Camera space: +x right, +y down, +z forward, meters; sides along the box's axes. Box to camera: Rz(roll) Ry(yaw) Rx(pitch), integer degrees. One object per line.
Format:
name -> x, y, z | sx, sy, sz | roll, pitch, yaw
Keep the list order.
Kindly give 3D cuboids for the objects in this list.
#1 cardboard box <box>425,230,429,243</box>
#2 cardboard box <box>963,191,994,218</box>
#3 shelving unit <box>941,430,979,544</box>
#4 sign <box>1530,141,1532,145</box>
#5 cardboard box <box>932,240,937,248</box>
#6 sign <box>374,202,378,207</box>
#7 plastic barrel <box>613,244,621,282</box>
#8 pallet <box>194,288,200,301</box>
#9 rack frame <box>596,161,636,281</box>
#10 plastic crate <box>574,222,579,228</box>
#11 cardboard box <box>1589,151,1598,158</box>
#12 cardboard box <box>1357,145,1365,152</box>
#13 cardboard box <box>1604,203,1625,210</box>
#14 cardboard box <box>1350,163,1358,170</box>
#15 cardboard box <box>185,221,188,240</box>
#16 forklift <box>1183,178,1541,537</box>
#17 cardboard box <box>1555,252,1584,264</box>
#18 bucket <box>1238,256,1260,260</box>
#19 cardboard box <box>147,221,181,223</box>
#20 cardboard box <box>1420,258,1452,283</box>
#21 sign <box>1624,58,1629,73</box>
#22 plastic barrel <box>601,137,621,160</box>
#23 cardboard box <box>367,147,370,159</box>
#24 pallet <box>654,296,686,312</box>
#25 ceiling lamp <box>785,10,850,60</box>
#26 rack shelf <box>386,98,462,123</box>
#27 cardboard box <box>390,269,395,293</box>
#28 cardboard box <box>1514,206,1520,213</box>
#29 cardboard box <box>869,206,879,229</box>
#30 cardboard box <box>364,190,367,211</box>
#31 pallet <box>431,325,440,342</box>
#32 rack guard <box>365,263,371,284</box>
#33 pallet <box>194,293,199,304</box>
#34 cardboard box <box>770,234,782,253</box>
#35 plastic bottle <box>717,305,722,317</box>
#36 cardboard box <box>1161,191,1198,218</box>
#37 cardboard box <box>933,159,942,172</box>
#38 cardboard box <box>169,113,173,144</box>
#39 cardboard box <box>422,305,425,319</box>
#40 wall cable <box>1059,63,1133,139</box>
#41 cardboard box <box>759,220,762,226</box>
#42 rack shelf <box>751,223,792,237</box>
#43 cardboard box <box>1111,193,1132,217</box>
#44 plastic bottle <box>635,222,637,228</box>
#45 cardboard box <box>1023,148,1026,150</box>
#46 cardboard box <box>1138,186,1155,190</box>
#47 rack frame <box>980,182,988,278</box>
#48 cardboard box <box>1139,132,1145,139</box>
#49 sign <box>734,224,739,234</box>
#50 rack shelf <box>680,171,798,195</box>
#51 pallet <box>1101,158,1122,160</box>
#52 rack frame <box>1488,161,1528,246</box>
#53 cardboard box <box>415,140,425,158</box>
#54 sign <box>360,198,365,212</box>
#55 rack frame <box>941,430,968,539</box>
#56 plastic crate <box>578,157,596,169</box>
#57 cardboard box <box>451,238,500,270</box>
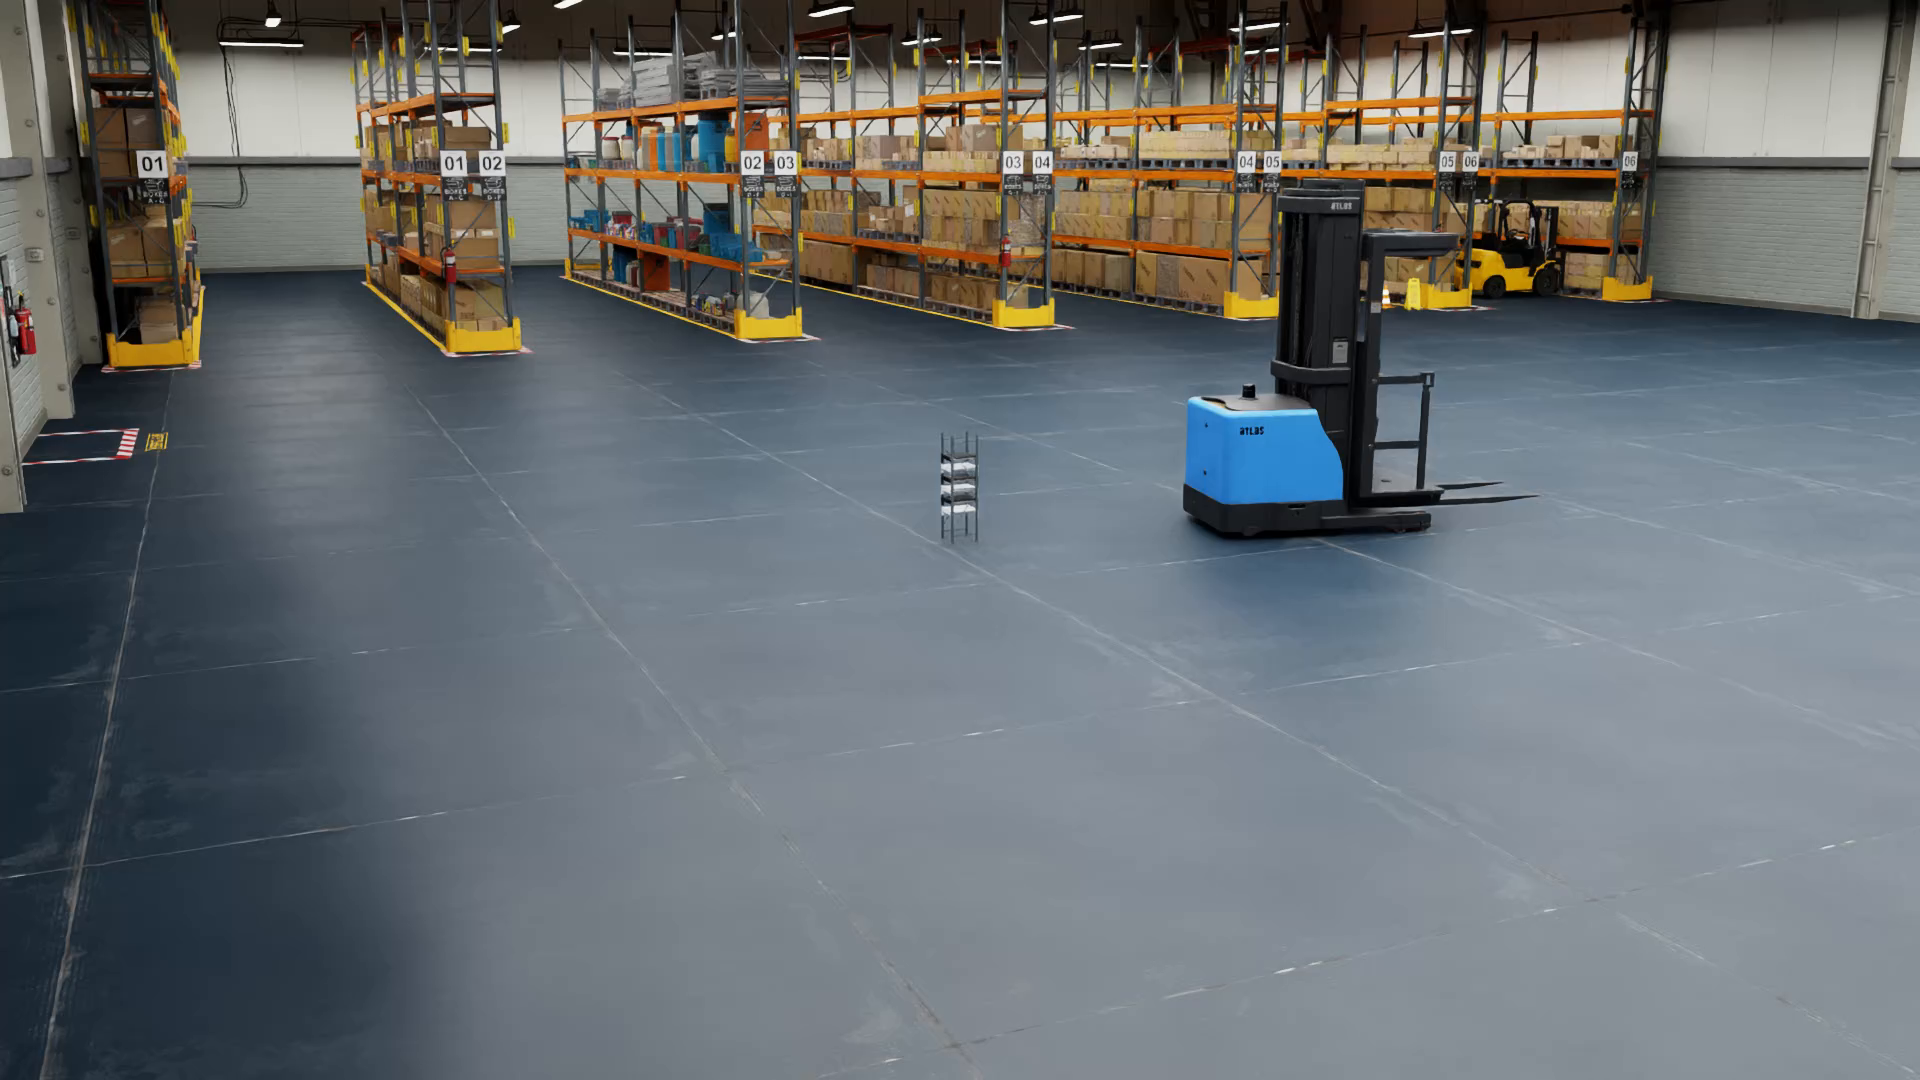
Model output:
cardboard box -> -9.958, -5.745, 31.820 | 0.500, 0.500, 0.500 | -5, 14, -19
cardboard box -> 0.376, -6.474, 32.089 | 0.500, 0.500, 0.500 | -6, 14, -23
shelving unit -> -0.003, -0.440, 13.776 | 0.258, 0.900, 0.210 | -6, 14, -23
sign -> 13.759, -9.468, 40.152 | 0.100, 0.325, 0.005 | -6, 14, -23
cardboard box -> -0.352, -6.026, 33.810 | 0.380, 0.149, 0.250 | -6, 14, -23
sign -> -13.153, -7.452, 37.494 | 0.100, 0.325, 0.005 | -6, 14, -23
plastic barrel -> -7.916, -6.596, 39.437 | 0.600, 0.901, 0.708 | -6, 14, -23
pallet -> -17.429, -5.438, 36.898 | 1.003, 0.211, 1.213 | -6, 14, -23
rack frame -> -8.119, -7.527, 39.740 | 1.000, 3.000, 0.127 | -6, 14, -23
plastic crate -> -9.599, -7.960, 42.061 | 0.250, 0.136, 0.298 | -6, 14, -23
cardboard box -> 14.243, -8.576, 37.022 | 0.380, 0.149, 0.250 | -6, 14, -25
cardboard box -> 8.986, -8.640, 36.684 | 0.380, 0.149, 0.250 | -6, 14, -25
cardboard box -> 14.517, -7.404, 36.889 | 0.380, 0.149, 0.250 | -6, 14, -23
cardboard box -> 8.923, -8.314, 37.043 | 0.380, 0.149, 0.250 | -5, 14, -21
cardboard box -> -15.755, -6.242, 33.261 | 0.500, 0.500, 0.500 | -5, 14, -21
forklift -> 3.545, -1.604, 14.302 | 3.031, 2.935, 1.130 | -3, 13, -12
cardboard box -> 13.962, -6.467, 38.108 | 0.500, 0.250, 0.500 | -5, 14, -22
bucket -> 6.376, -6.075, 37.353 | 0.726, 0.611, 0.620 | -1, 3, -4
cardboard box -> -13.122, -5.004, 27.464 | 0.500, 0.500, 0.500 | -6, 14, -25
cardboard box -> 10.227, -5.817, 35.856 | 0.500, 0.500, 0.500 | -6, 14, -25
sign -> 14.350, -10.210, 35.779 | 0.100, 0.325, 0.005 | -6, 14, -23
plastic barrel -> -8.138, -9.128, 38.772 | 0.433, 0.535, 0.433 | 0, 13, 0
cardboard box -> -13.498, -8.995, 38.656 | 0.500, 0.250, 0.500 | -6, 14, -23
pallet -> -5.757, -4.927, 34.690 | 1.003, 0.211, 1.213 | -6, 14, -23
ceiling lamp -> -3.935, -15.351, 47.295 | 2.000, 3.185, 0.800 | -6, 14, -23
rack shelf -> -10.255, -8.218, 31.904 | 1.077, 0.370, 4.000 | -6, 14, -23
cardboard box -> -12.069, -5.637, 36.143 | 0.500, 0.500, 0.500 | -6, 14, -25
cardboard box -> 13.373, -7.836, 39.416 | 0.380, 0.149, 0.250 | -6, 14, -23
cardboard box -> -1.725, -7.293, 37.577 | 0.500, 0.500, 0.500 | -8, 15, -30
cardboard box -> -14.325, -8.327, 40.758 | 0.500, 0.500, 0.500 | -5, 14, -21
pallet -> -8.681, -3.649, 29.167 | 1.003, 0.211, 1.213 | -6, 14, -23
rack guard -> -14.231, -6.673, 41.595 | 1.175, 0.500, 0.348 | -6, 14, -23
pallet -> -16.818, -5.121, 35.529 | 1.003, 0.211, 1.213 | -6, 14, -23
cardboard box -> -4.489, -7.657, 44.084 | 0.875, 0.875, 0.875 | -6, 14, -23
plastic bottle -> -4.449, -4.239, 30.762 | 0.097, 0.201, 0.097 | 0, 13, 0
cardboard box -> 4.743, -7.042, 34.914 | 0.875, 0.550, 0.550 | -6, 14, -23
cardboard box -> -0.214, -7.485, 33.238 | 0.500, 0.250, 0.500 | -6, 14, -23
cardboard box -> -13.312, -6.795, 27.439 | 0.500, 0.500, 0.500 | -5, 14, -20
cardboard box -> -9.546, -4.170, 30.399 | 0.500, 0.250, 0.500 | -6, 14, -23
wall cable -> 4.618, -14.098, 54.743 | 2.988, 3.039, 0.133 | -6, 14, -23
cardboard box -> -5.136, -8.470, 44.369 | 0.380, 0.149, 0.250 | -6, 14, -24
rack shelf -> -4.382, -8.037, 43.540 | 1.077, 0.370, 4.000 | -6, 14, -23
cardboard box -> 3.797, -7.493, 37.152 | 0.700, 0.500, 0.500 | -6, 14, -24
plastic bottle -> -7.509, -7.292, 38.832 | 0.144, 0.351, 0.185 | -6, 14, -23
cardboard box -> 1.737, -9.386, 40.898 | 0.500, 0.500, 0.500 | -6, 14, -23
cardboard box -> 5.058, -9.478, 45.730 | 0.500, 0.500, 0.500 | -6, 14, -23
rack frame -> 1.005, -8.402, 43.519 | 1.000, 3.000, 0.127 | -6, 14, -23
cardboard box -> 4.044, -8.624, 35.461 | 0.380, 0.149, 0.250 | -5, 14, -22
sign -> -4.406, -6.057, 32.772 | 0.100, 0.325, 0.005 | -6, 14, -23
rack shelf -> -4.113, -6.572, 30.556 | 1.077, 0.370, 4.000 | -6, 14, -23
pallet -> 4.697, -10.709, 47.034 | 1.003, 0.211, 1.213 | -6, 14, -23
rack frame -> 13.251, -7.666, 40.340 | 1.000, 3.000, 0.127 | -6, 14, -23
cardboard box -> -9.278, -6.879, 29.243 | 0.500, 0.311, 0.500 | -6, 15, -26
sign -> -14.758, -8.280, 41.072 | 0.100, 0.325, 0.005 | -6, 14, -23
rack frame -> -0.044, -0.461, 13.866 | 0.240, 0.900, 0.006 | -6, 14, -23
plastic crate -> -9.116, -9.271, 40.887 | 0.437, 0.282, 0.530 | -6, 14, -23
cardboard box -> -8.027, -4.748, 27.509 | 0.700, 0.500, 0.500 | -6, 14, -23
